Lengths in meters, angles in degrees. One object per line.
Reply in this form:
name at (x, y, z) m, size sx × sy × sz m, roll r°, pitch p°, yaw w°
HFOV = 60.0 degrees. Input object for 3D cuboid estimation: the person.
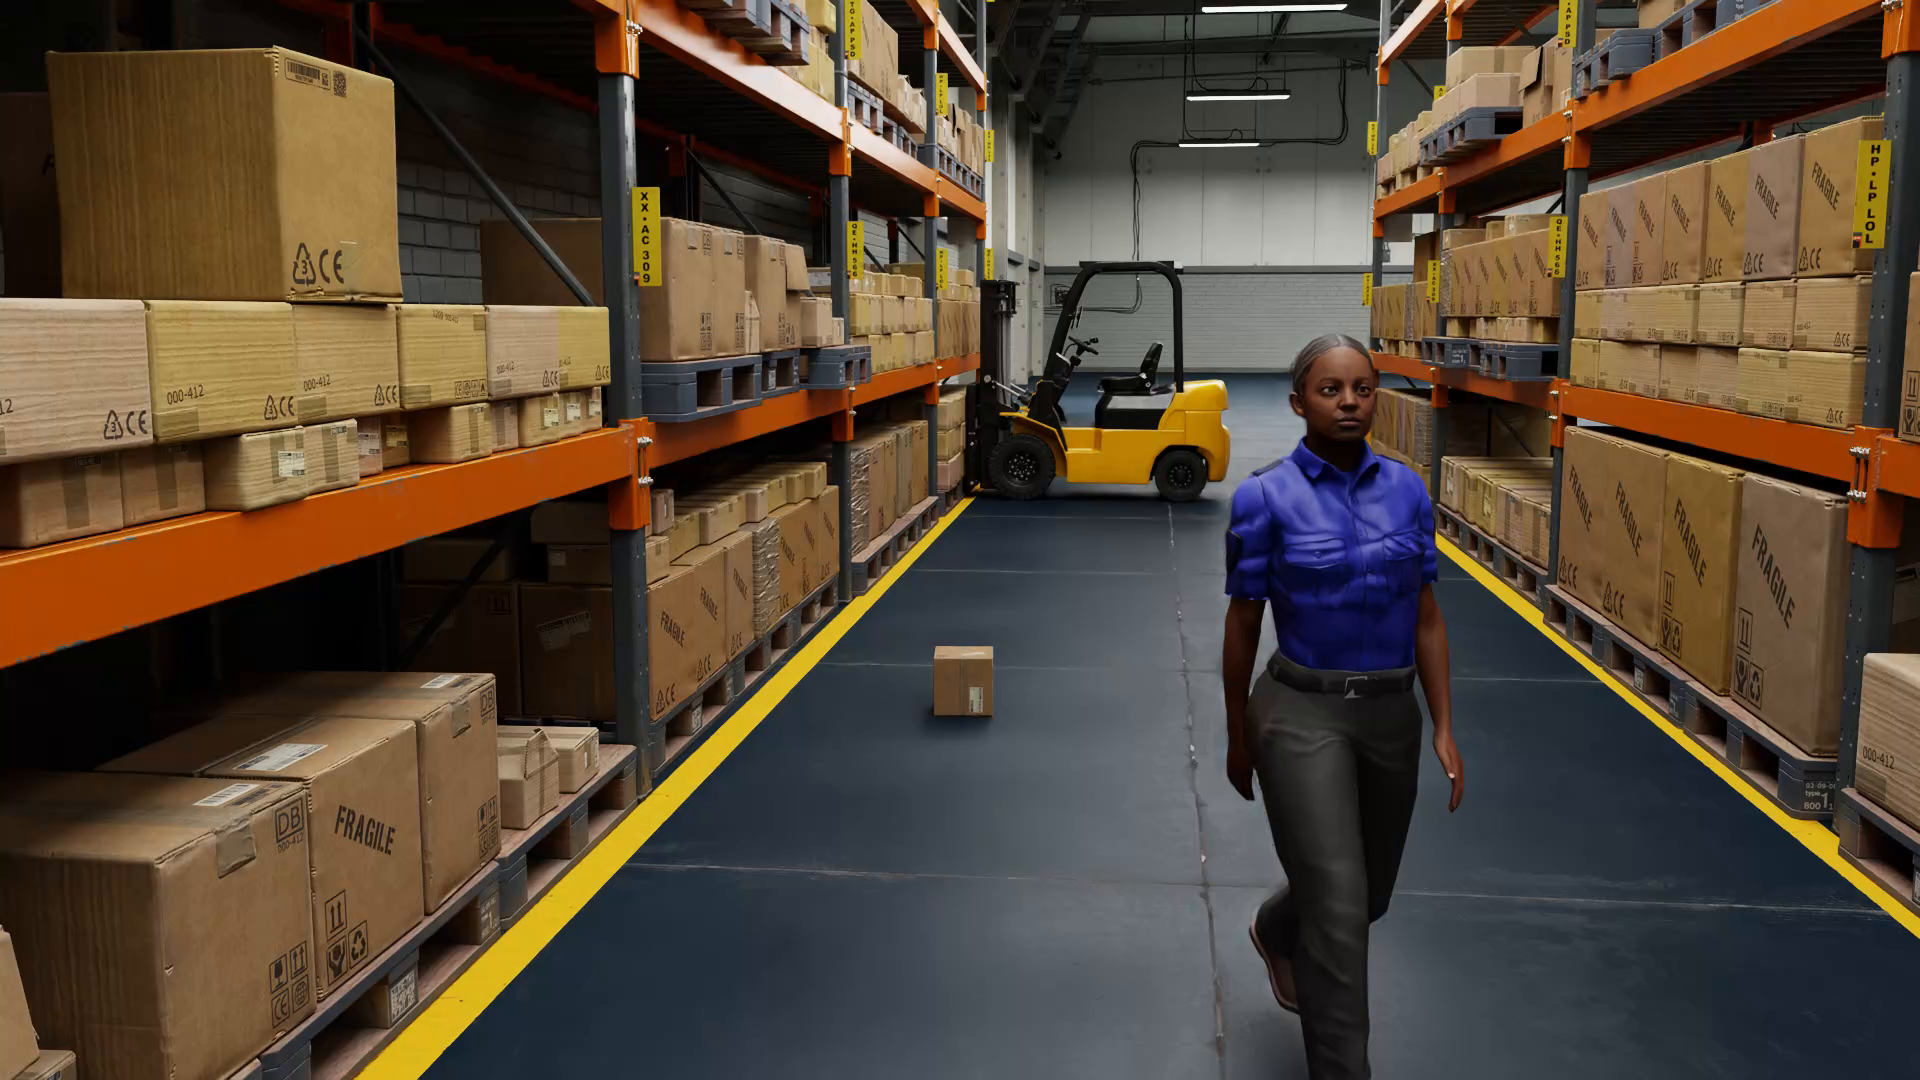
person at (0.772, 0.379, 3.464) m, size 0.441 × 1.607 × 0.950 m, roll -2°, pitch 8°, yaw -15°
